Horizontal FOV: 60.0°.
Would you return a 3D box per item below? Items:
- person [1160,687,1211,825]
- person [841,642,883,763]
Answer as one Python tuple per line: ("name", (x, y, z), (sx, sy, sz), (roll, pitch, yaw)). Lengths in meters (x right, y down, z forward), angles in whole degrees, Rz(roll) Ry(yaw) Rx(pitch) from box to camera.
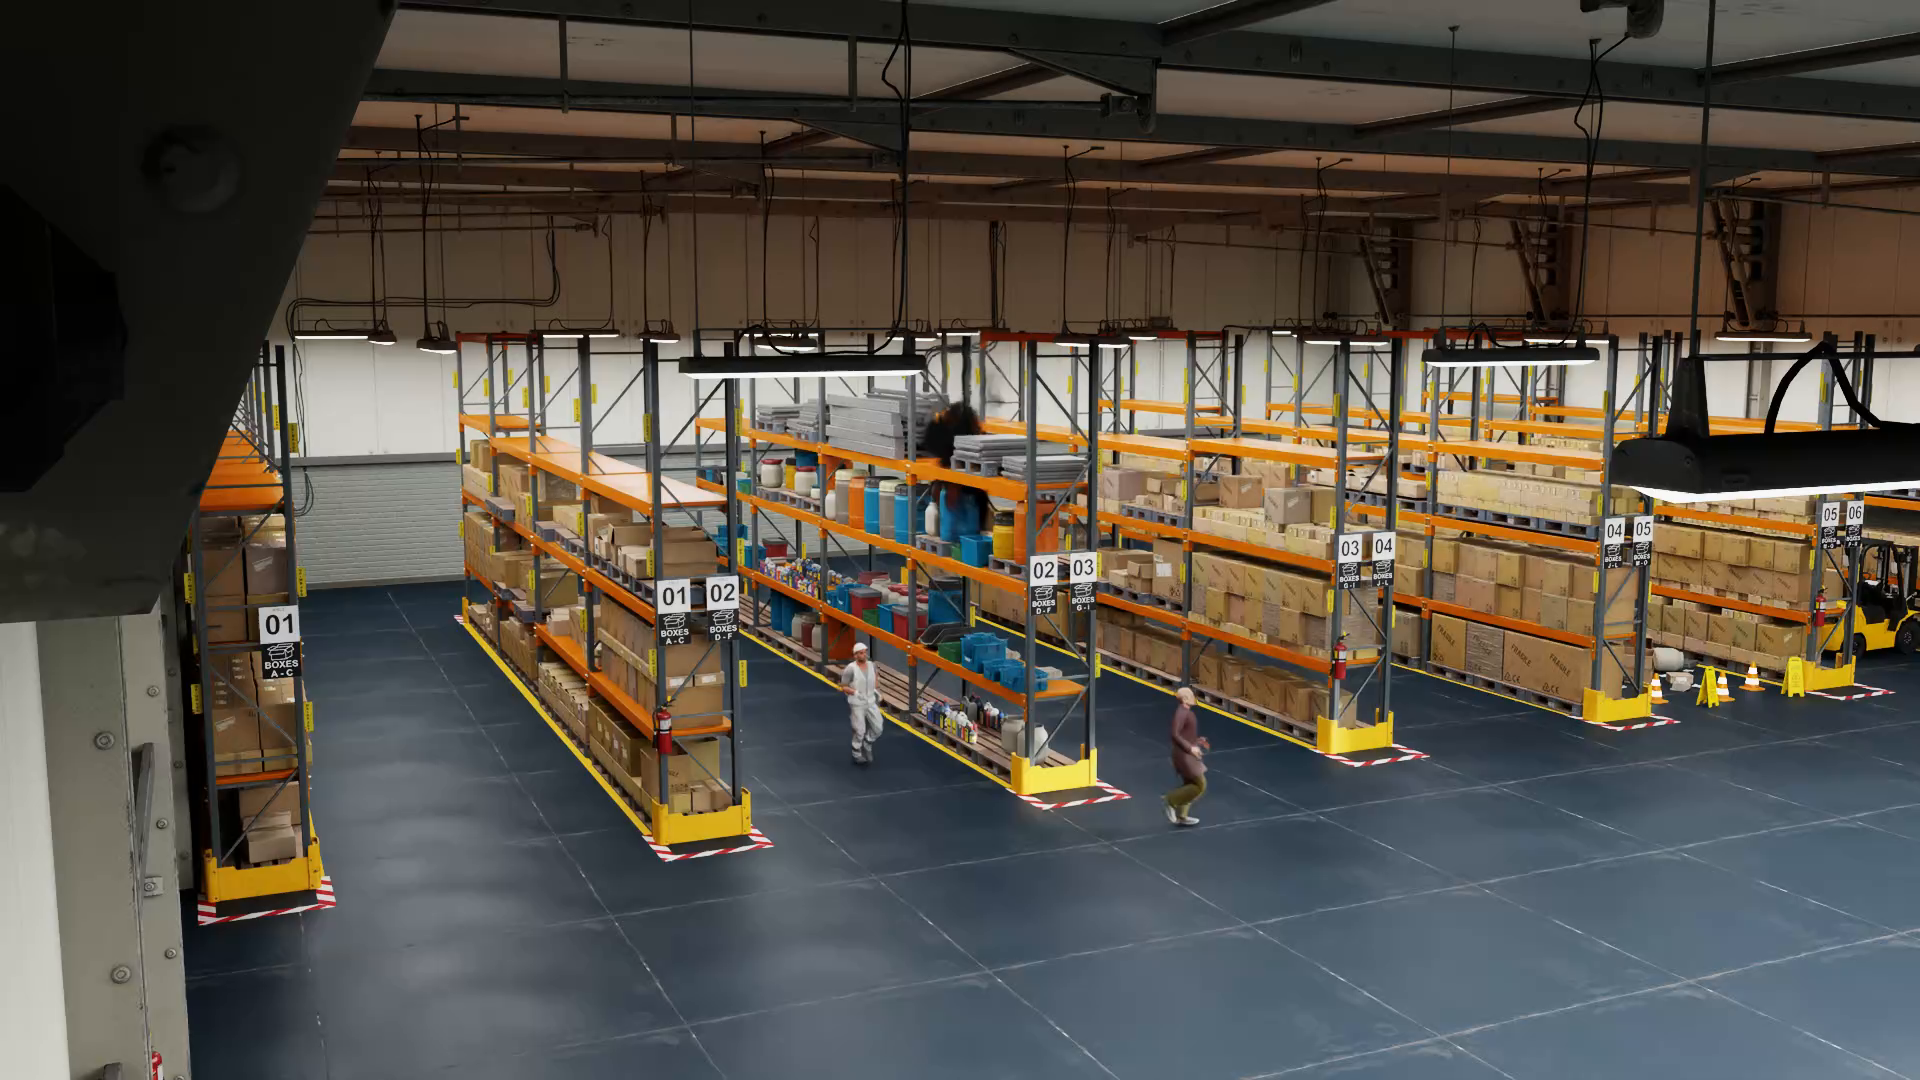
("person", (2.814, 2.689, 20.691), (0.630, 1.730, 0.692), (1, 8, 5))
("person", (-1.340, 2.307, 23.369), (0.629, 1.746, 0.631), (-4, 9, -30))
